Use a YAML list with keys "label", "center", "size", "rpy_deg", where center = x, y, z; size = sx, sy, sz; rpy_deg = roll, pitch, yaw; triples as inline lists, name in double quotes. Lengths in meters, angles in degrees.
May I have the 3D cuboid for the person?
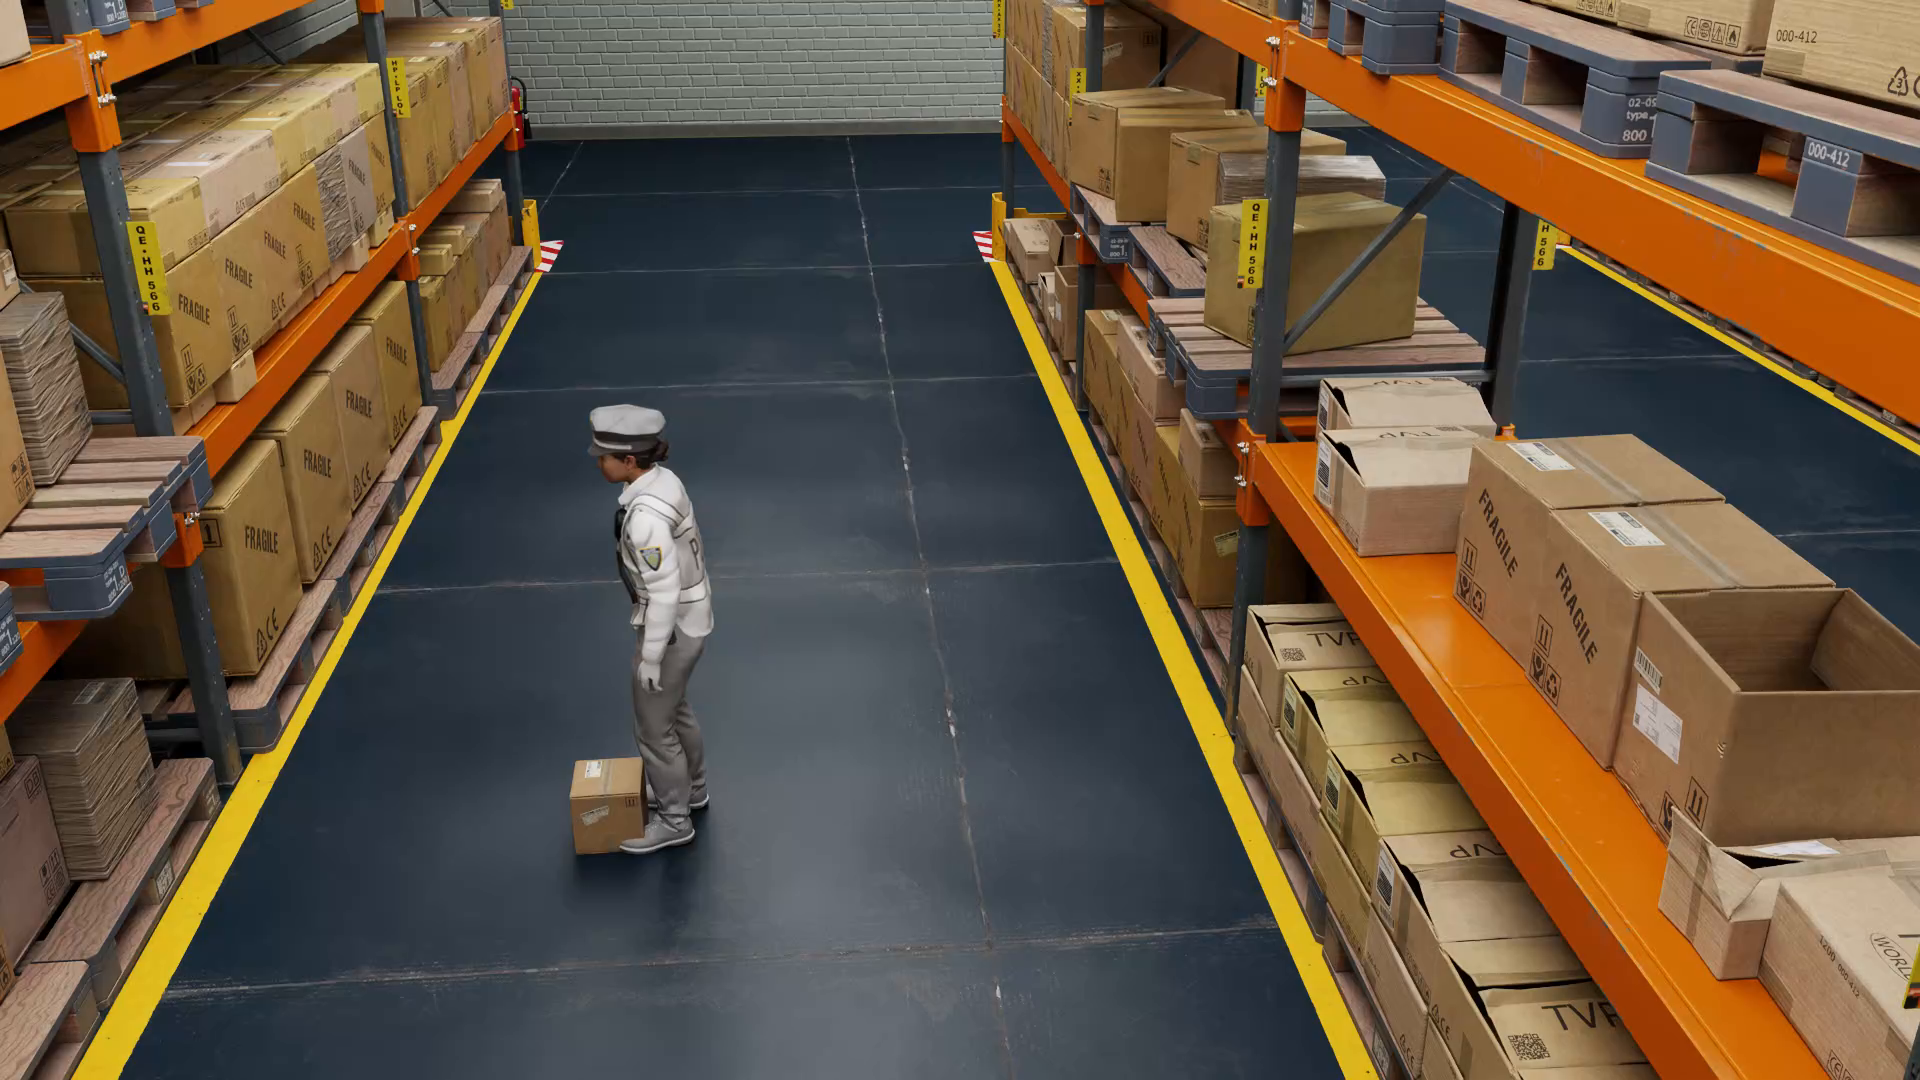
- label: "person"
  center: [-1.070, 0.322, 5.868]
  size: [0.405, 1.663, 0.537]
  rpy_deg: [-3, 24, -6]
